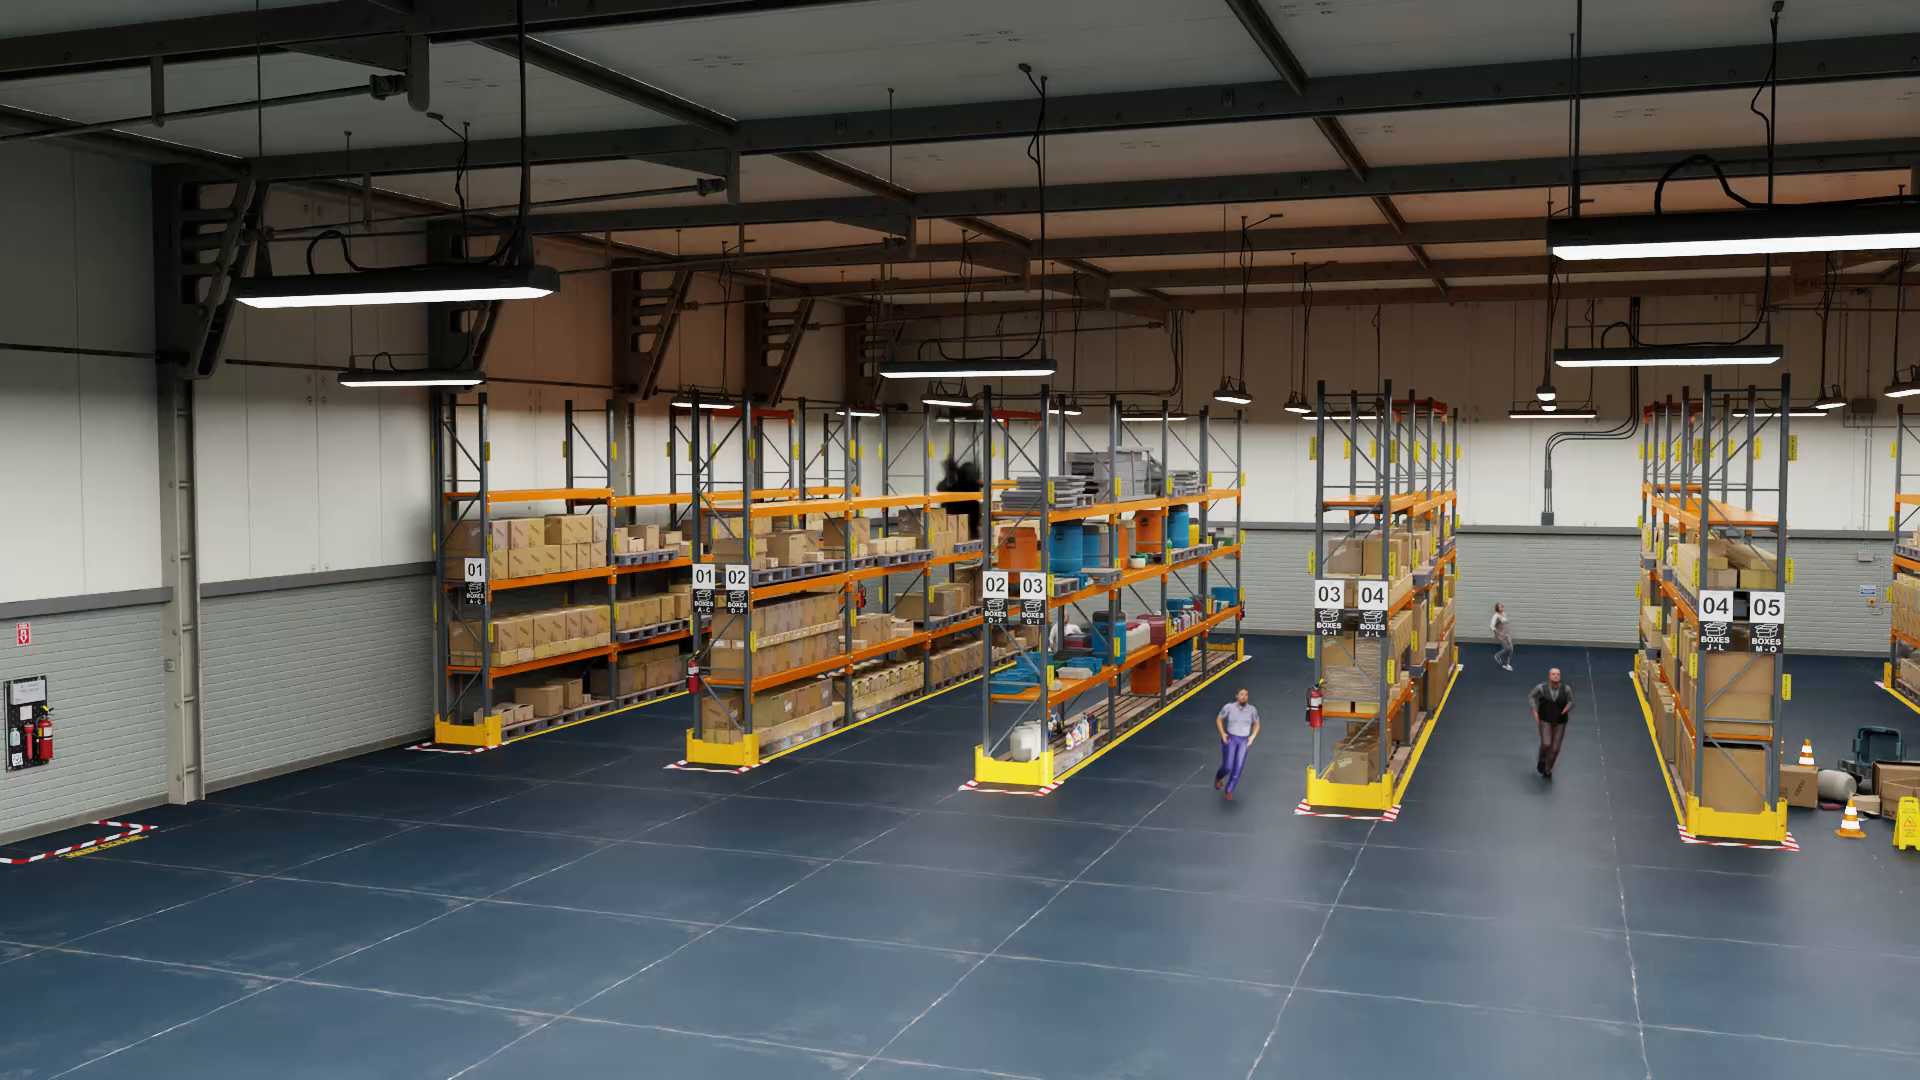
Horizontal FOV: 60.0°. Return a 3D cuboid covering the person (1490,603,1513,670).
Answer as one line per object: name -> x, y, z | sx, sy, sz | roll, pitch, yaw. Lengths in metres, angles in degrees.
person -> 12.427, 2.213, 38.240 | 0.571, 1.549, 0.489 | -2, 4, -31

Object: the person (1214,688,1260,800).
person -> 4.032, 2.937, 24.109 | 0.635, 1.614, 0.559 | 0, 3, -1

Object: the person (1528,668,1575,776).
person -> 9.072, 2.799, 25.454 | 0.660, 1.679, 0.630 | 0, 3, 8

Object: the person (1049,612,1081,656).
person -> 2.117, 2.331, 33.615 | 0.707, 1.758, 0.949 | 1, 3, 17

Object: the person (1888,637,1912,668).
person -> 20.614, 2.253, 36.425 | 0.630, 1.646, 0.503 | -2, 4, -37
